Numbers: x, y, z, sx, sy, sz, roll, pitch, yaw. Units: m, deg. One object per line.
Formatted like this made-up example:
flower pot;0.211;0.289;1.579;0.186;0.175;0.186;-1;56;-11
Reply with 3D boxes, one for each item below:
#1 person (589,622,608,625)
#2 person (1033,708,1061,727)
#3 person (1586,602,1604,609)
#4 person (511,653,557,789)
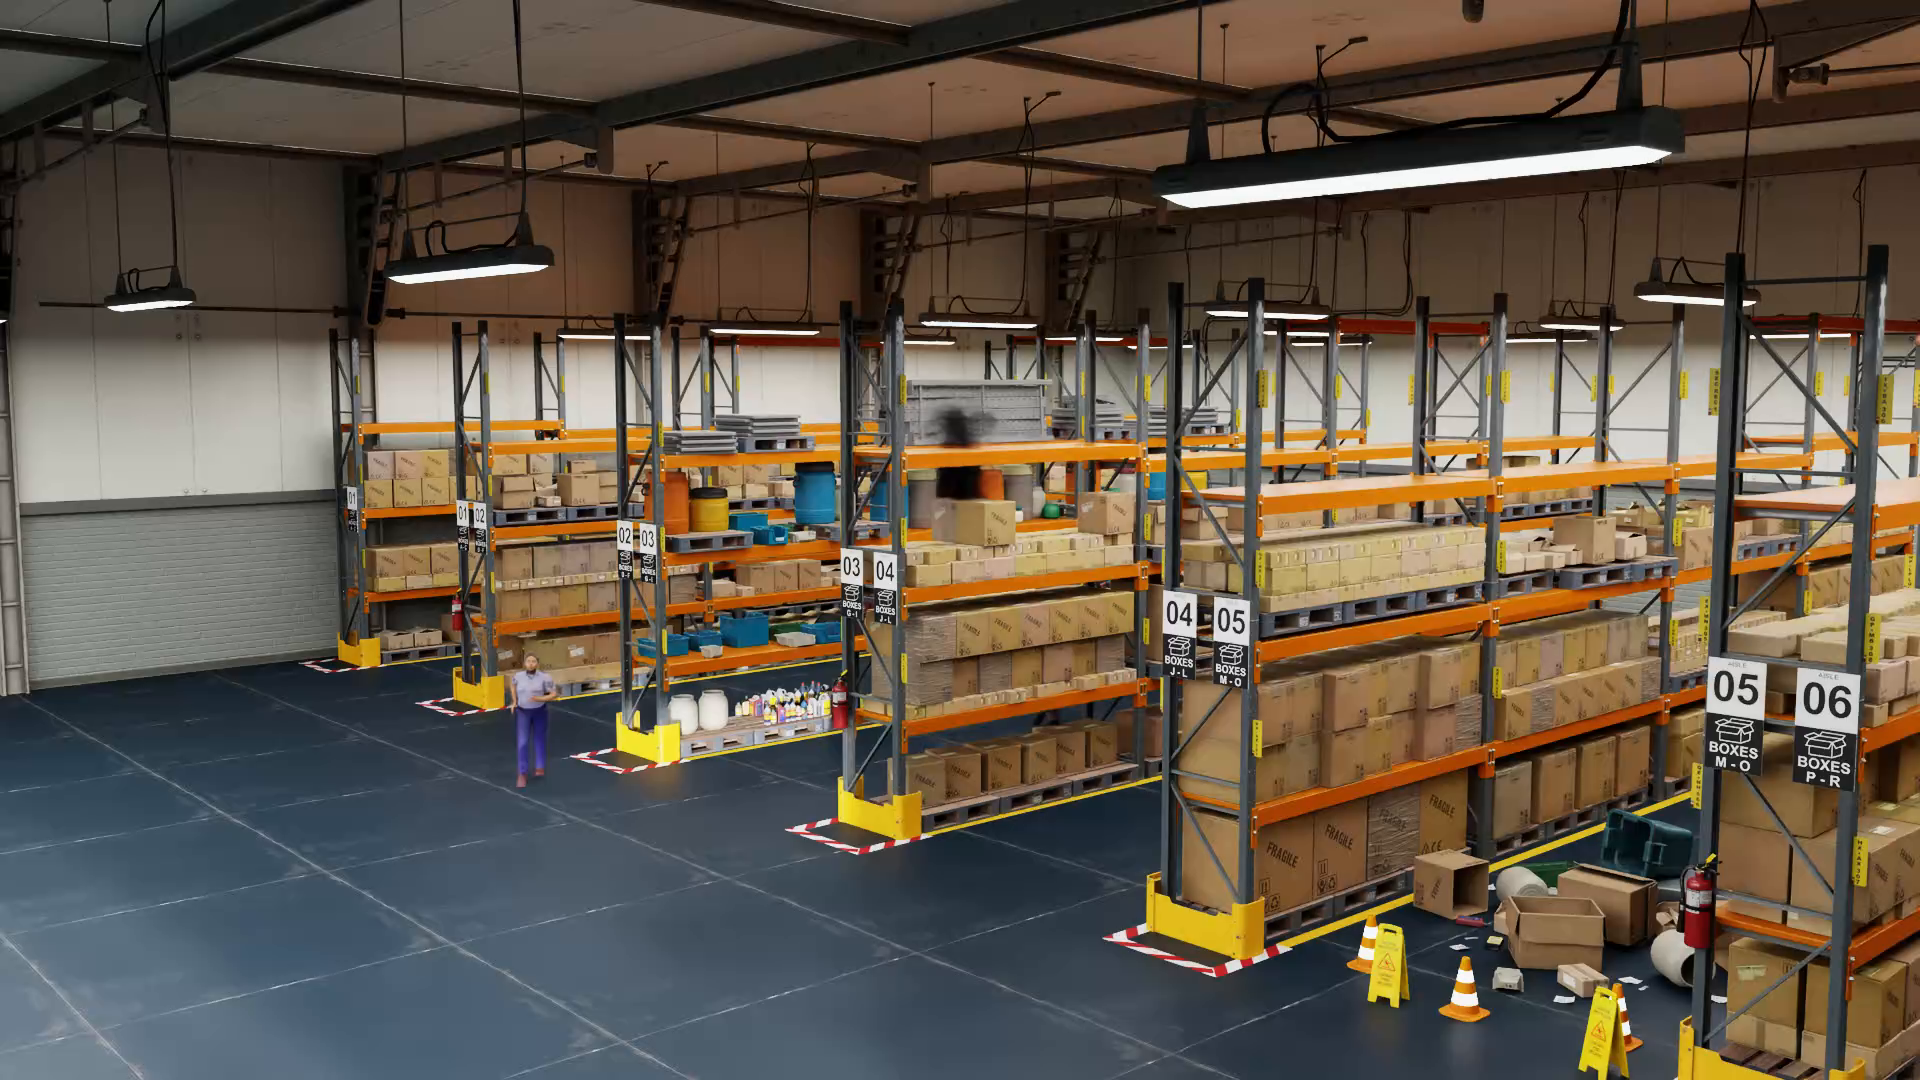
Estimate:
person;-6.394;1.364;29.763;0.704;1.725;0.668;5;7;39
person;1.247;1.917;24.285;0.661;1.708;0.677;4;7;38
person;11.620;1.265;30.783;0.690;1.744;0.772;-4;7;-33
person;-5.409;2.268;21.105;0.592;1.702;0.720;-1;6;-9
